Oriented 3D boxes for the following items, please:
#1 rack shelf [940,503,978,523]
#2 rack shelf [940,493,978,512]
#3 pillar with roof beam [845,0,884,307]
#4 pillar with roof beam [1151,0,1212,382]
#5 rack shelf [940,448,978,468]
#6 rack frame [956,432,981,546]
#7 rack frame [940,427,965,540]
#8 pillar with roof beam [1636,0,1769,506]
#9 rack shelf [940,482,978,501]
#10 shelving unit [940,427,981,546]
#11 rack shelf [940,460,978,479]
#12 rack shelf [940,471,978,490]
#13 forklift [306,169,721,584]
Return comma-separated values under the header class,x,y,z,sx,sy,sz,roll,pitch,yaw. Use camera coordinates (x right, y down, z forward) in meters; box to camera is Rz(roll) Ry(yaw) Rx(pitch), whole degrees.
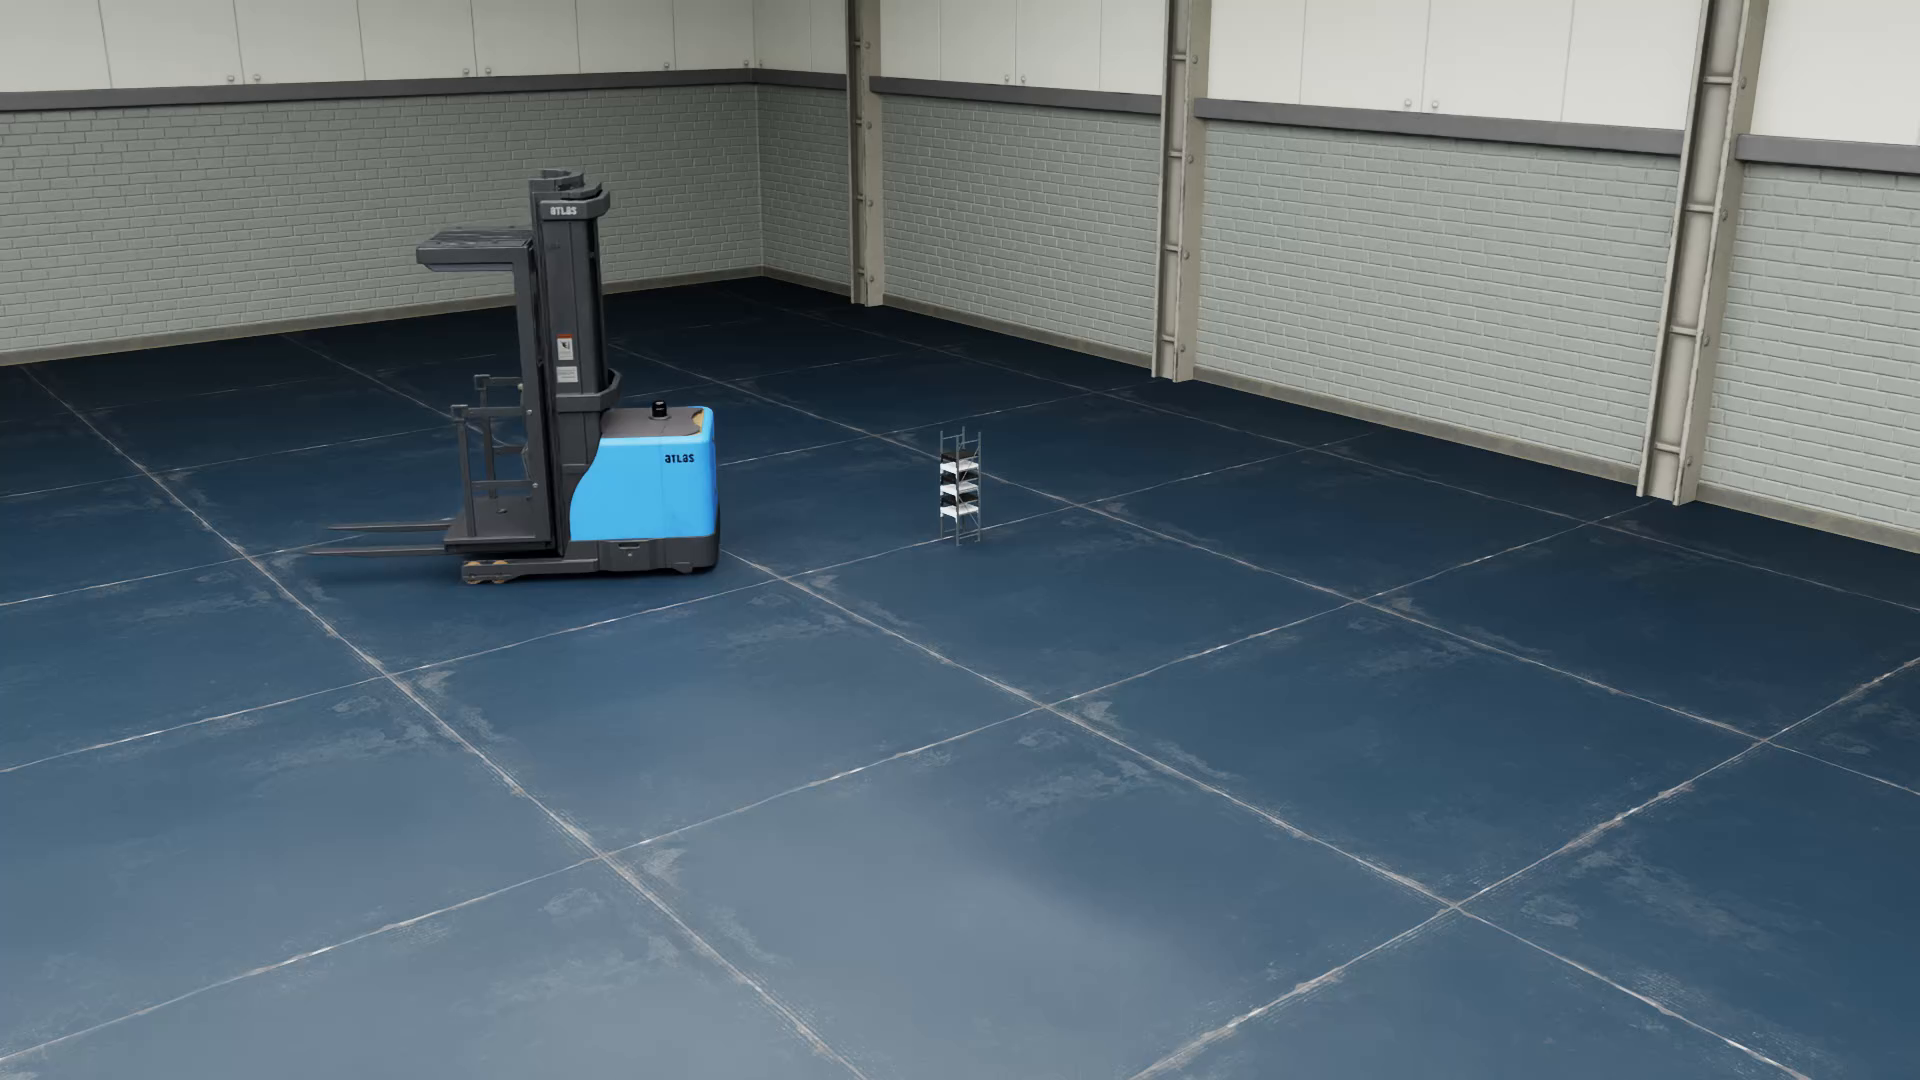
class,x,y,z,sx,sy,sz,roll,pitch,yaw
rack shelf,0.005,-0.223,13.282,0.258,0.077,0.200,-14,23,-36
rack shelf,0.005,-0.308,13.254,0.258,0.077,0.200,-14,23,-36
pillar with roof beam,-4.672,-6.761,19.465,9.100,9.000,0.400,-14,23,-36
pillar with roof beam,-0.947,-5.283,15.000,9.100,9.000,0.400,-14,23,-36
rack shelf,0.005,-0.650,13.141,0.258,0.077,0.200,-14,23,-36
rack frame,0.068,-0.400,13.139,0.240,0.900,0.006,-14,23,-36
rack frame,-0.058,-0.450,13.291,0.240,0.900,0.006,-14,23,-36
pillar with roof beam,2.778,-3.804,10.536,9.100,9.000,0.400,-14,23,-36
rack shelf,0.005,-0.394,13.225,0.258,0.077,0.200,-14,23,-36
shelving unit,0.005,-0.425,13.215,0.258,0.900,0.210,-14,23,-36
rack shelf,0.005,-0.564,13.169,0.258,0.077,0.200,-14,23,-36
rack shelf,0.005,-0.479,13.197,0.258,0.077,0.200,-14,23,-36
forklift,-3.395,-1.237,12.435,3.031,2.935,1.130,-2,18,-6
